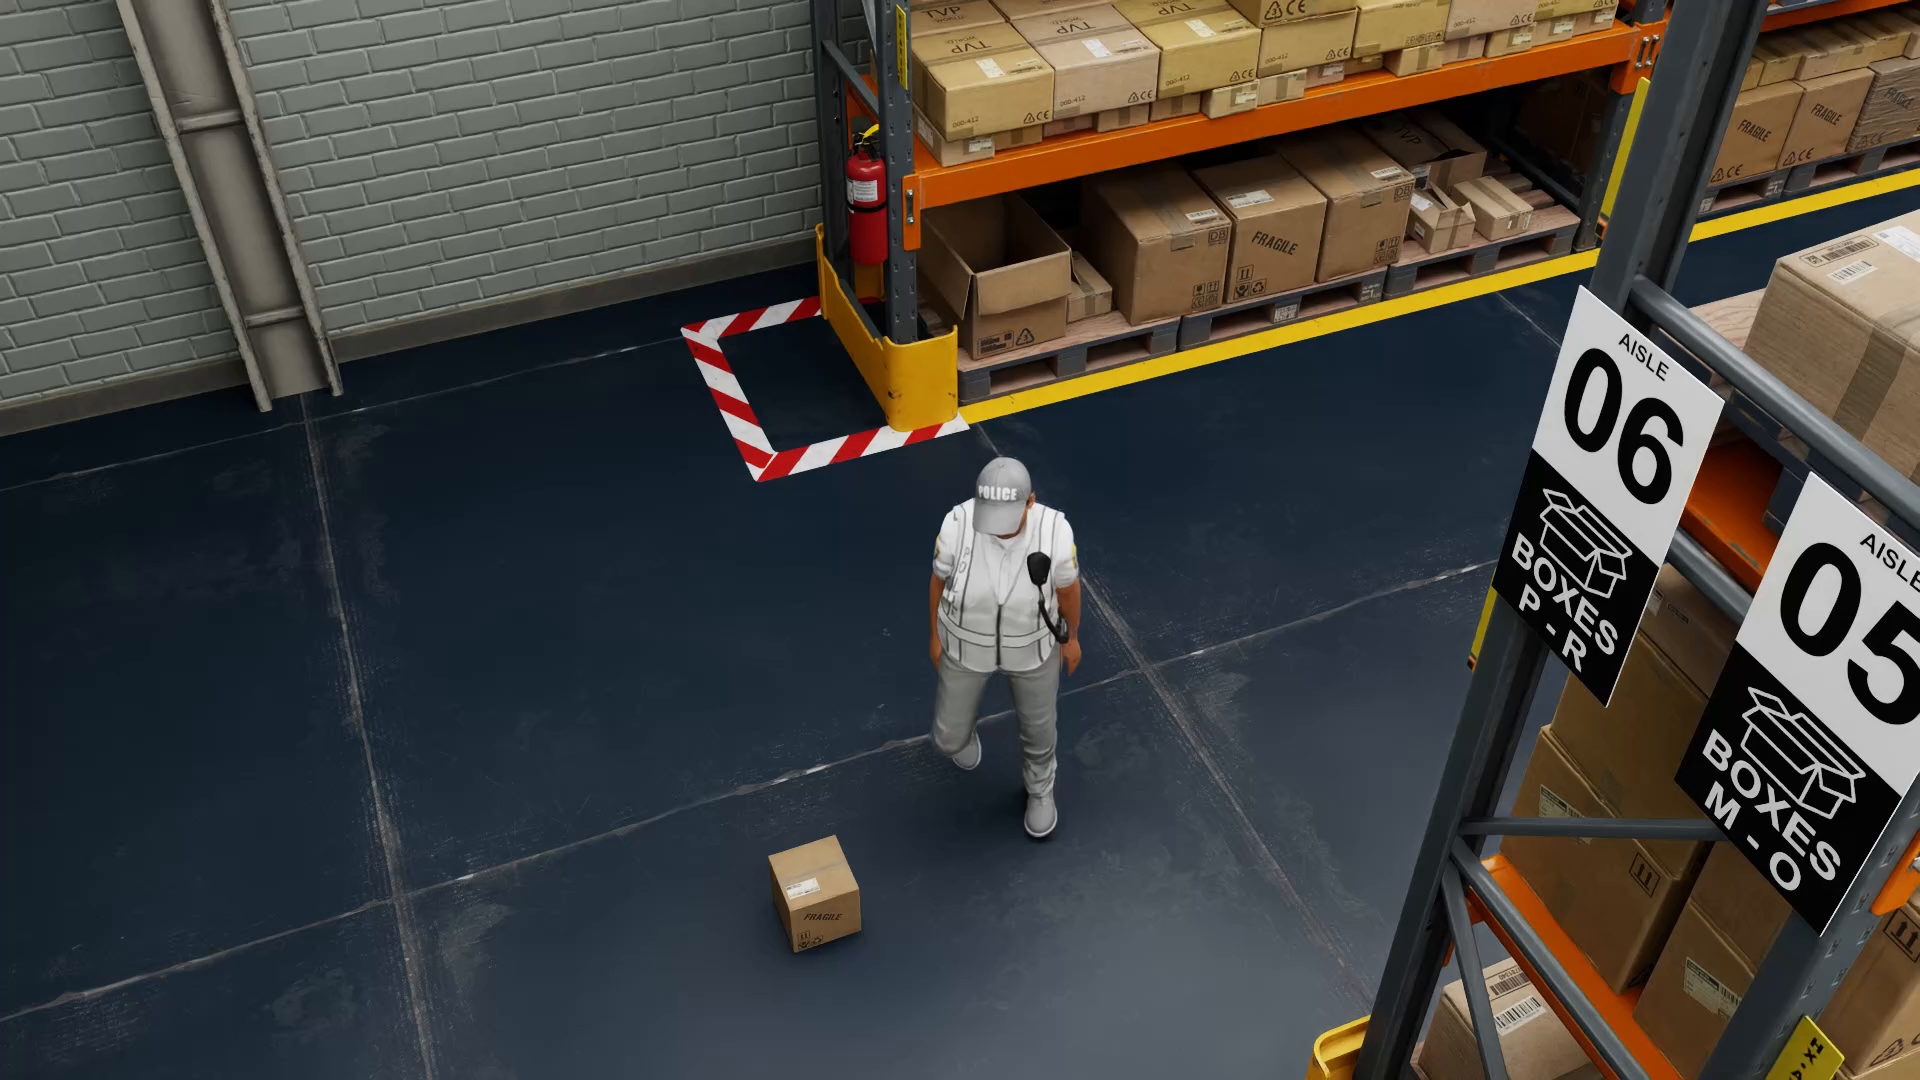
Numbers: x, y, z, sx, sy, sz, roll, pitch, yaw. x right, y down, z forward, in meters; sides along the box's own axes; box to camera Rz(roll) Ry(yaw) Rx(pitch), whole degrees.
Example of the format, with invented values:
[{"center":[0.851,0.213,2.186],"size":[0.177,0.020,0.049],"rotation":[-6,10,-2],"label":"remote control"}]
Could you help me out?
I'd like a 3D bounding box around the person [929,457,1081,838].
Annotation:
[{"center":[0.159,0.327,5.771],"size":[0.533,1.661,0.524],"rotation":[2,42,2],"label":"person"}]
